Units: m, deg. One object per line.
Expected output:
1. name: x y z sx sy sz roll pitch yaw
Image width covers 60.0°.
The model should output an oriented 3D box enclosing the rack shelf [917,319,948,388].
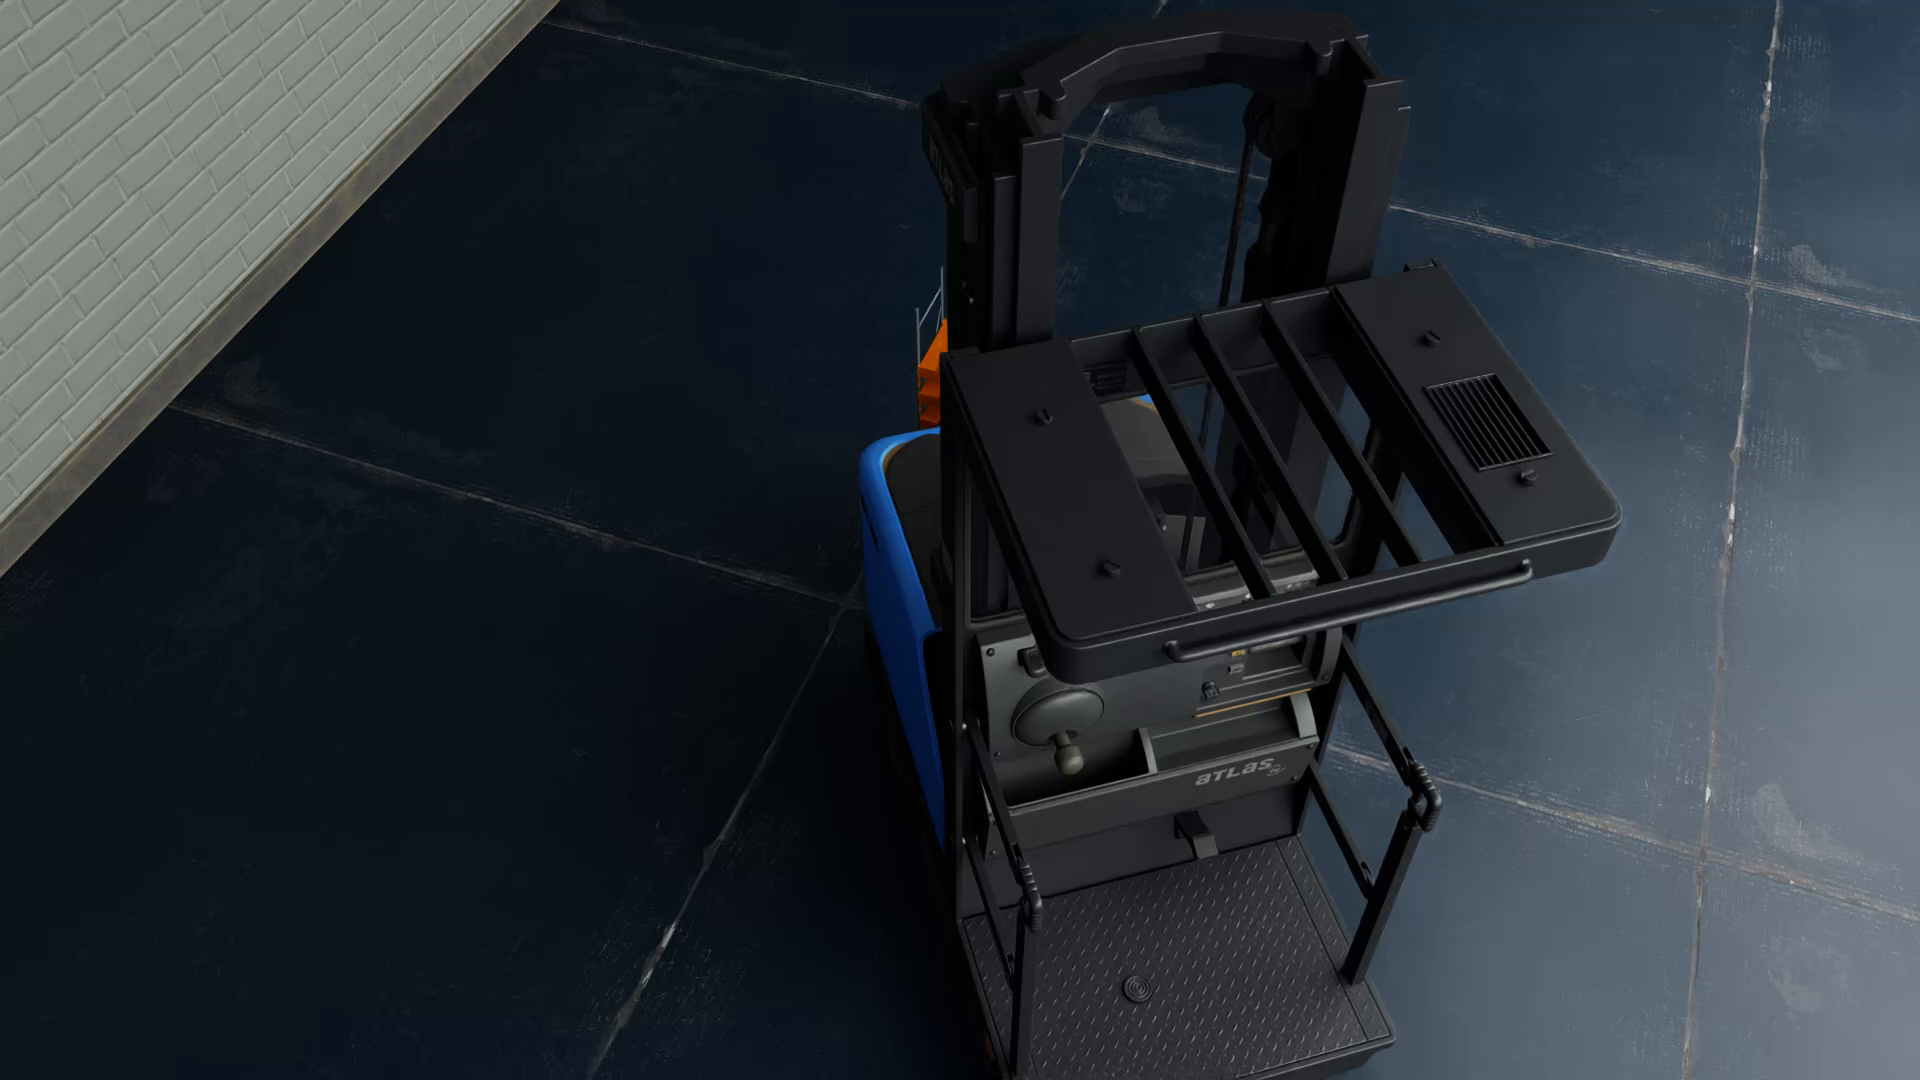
1. rack shelf: -0.014 -0.603 5.561 0.180 0.103 0.258 16 51 13

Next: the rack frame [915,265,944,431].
1. rack frame: -0.099 -0.421 5.821 0.006 1.200 0.240 16 51 13

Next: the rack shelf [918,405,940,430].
1. rack shelf: -0.014 -0.446 5.743 0.180 0.103 0.258 16 51 13

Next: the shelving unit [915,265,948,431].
1. shelving unit: -0.014 -0.397 5.800 0.189 1.200 0.258 16 51 13

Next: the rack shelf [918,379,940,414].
1. rack shelf: -0.014 -0.525 5.652 0.180 0.103 0.258 16 51 13

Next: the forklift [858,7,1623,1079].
1. forklift: 0.563 0.416 3.950 1.130 2.935 3.031 -12 50 -10
